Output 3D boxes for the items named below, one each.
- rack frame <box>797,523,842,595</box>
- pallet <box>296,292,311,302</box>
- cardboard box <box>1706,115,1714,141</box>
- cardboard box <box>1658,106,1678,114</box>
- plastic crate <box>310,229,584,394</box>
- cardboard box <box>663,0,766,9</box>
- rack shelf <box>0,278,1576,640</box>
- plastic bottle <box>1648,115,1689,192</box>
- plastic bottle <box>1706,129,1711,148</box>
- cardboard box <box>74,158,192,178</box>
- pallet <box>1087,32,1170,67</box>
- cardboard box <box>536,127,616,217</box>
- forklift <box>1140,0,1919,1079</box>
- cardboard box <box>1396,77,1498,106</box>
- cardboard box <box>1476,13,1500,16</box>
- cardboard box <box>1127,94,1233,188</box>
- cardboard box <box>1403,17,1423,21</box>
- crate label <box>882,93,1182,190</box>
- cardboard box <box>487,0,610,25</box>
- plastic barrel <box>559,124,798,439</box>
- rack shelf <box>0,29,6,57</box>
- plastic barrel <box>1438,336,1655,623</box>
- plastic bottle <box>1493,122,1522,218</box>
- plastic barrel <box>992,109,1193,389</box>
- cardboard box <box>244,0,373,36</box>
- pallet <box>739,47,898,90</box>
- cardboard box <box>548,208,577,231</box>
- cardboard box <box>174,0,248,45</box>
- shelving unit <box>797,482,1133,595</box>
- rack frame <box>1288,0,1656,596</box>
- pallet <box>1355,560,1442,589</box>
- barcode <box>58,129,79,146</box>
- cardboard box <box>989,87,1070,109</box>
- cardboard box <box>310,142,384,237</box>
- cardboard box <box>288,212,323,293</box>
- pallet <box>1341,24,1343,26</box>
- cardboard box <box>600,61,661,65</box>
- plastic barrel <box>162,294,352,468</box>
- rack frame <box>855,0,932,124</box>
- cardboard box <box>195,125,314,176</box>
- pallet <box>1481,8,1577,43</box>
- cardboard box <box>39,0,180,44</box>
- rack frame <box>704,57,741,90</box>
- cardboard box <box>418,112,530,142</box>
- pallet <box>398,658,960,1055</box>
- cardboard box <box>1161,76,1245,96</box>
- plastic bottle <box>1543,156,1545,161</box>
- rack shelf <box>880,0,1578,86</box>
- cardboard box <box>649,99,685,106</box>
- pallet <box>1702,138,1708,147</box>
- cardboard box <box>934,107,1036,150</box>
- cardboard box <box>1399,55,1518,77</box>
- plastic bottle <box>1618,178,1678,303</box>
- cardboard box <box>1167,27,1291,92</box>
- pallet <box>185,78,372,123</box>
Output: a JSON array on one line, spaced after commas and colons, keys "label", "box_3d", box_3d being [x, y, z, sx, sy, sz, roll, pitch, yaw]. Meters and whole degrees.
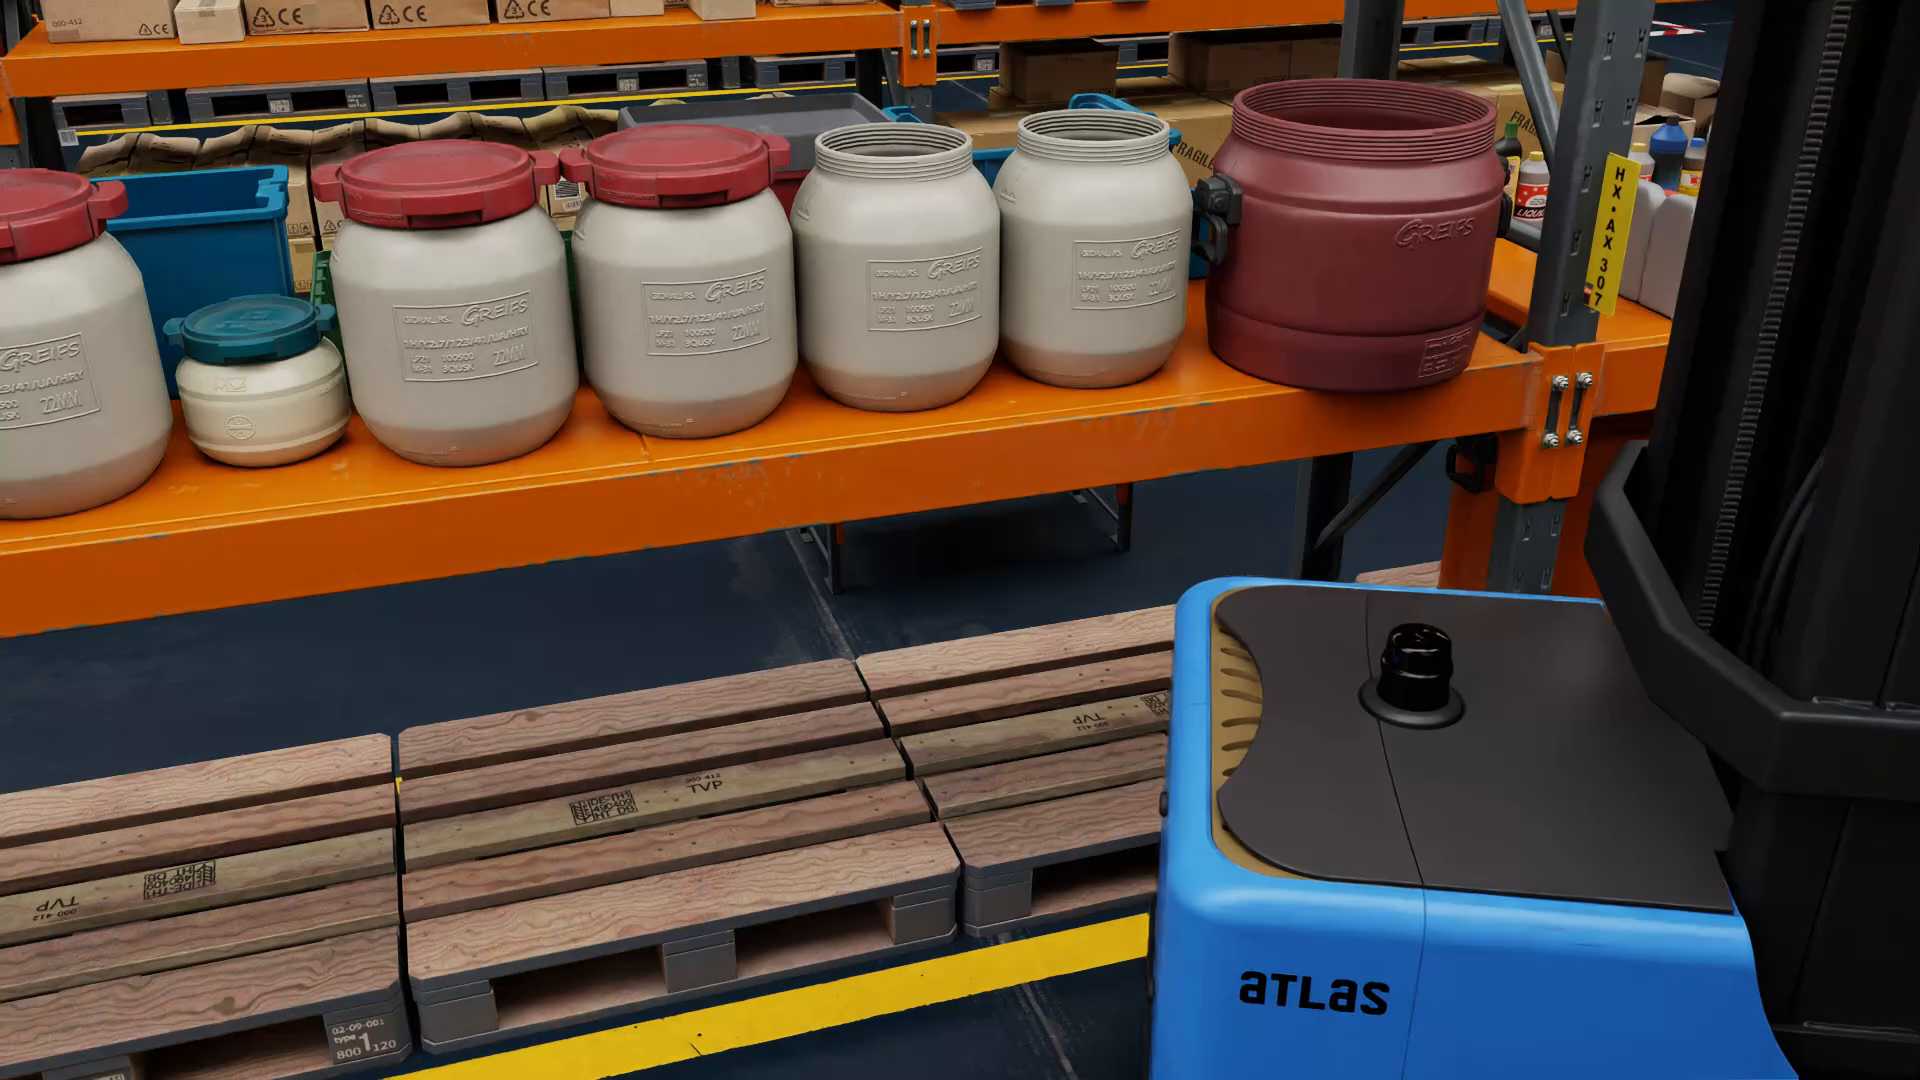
[{"label": "rack frame", "box_3d": [-0.477, -0.435, 5.361, 0.032, 1.125, 0.500, -8, 28, -16]}, {"label": "pallet", "box_3d": [-3.462, -1.208, 7.945, 1.213, 0.211, 1.003, -8, 28, -16]}, {"label": "cardboard box", "box_3d": [4.741, -2.458, 10.019, 0.250, 0.166, 0.380, -8, 28, -16]}, {"label": "cardboard box", "box_3d": [4.248, -2.636, 10.397, 0.250, 0.149, 0.380, -8, 28, -16]}, {"label": "plastic crate", "box_3d": [-1.052, -0.508, 3.638, 0.662, 0.188, 0.450, -8, 28, -16]}, {"label": "cardboard box", "box_3d": [-1.258, -2.808, 8.133, 0.500, 0.311, 0.500, -9, 28, -17]}, {"label": "rack shelf", "box_3d": [-0.719, -0.197, 3.582, 4.000, 0.370, 1.077, -8, 28, -16]}, {"label": "plastic bottle", "box_3d": [1.955, -1.040, 4.616, 0.097, 0.271, 0.097, 0, 26, 0]}, {"label": "plastic bottle", "box_3d": [2.140, -1.067, 4.670, 0.097, 0.271, 0.097, 0, 26, 0]}, {"label": "cardboard box", "box_3d": [-3.681, -1.498, 7.383, 0.500, 0.311, 0.500, -8, 28, -16]}, {"label": "pallet", "box_3d": [1.208, -4.147, 13.866, 1.213, 0.211, 1.003, -8, 28, -16]}, {"label": "cardboard box", "box_3d": [-1.742, -1.778, 7.948, 0.500, 0.311, 0.500, -8, 28, -16]}, {"label": "forklift", "box_3d": [1.847, 0.008, 2.437, 3.031, 2.935, 1.130, 3, 27, 7]}, {"label": "cardboard box", "box_3d": [2.603, -2.264, 9.253, 0.500, 0.500, 0.500, -8, 28, -16]}, {"label": "cardboard box", "box_3d": [4.611, -4.946, 14.678, 0.500, 0.500, 0.700, -8, 28, -16]}, {"label": "cardboard box", "box_3d": [1.148, -2.050, 8.823, 0.500, 0.500, 0.500, -9, 28, -17]}, {"label": "cardboard box", "box_3d": [3.629, -4.800, 14.384, 0.500, 0.500, 0.700, -8, 27, -15]}, {"label": "crate label", "box_3d": [0.154, -0.788, 3.924, 0.616, 0.435, 0.502, -8, 28, -16]}, {"label": "cardboard box", "box_3d": [-1.938, -2.696, 7.695, 0.500, 0.500, 0.500, -10, 28, -19]}, {"label": "plastic barrel", "box_3d": [-0.534, -0.504, 3.240, 0.433, 0.535, 0.433, 0, 26, 0]}, {"label": "rack shelf", "box_3d": [-6.053, -1.741, 6.692, 4.000, 0.370, 1.077, -8, 28, -16]}, {"label": "plastic barrel", "box_3d": [1.643, -0.085, 4.517, 0.708, 0.830, 0.600, -8, 28, -16]}, {"label": "plastic bottle", "box_3d": [1.435, -0.978, 4.479, 0.133, 0.283, 0.061, -8, 28, -16]}, {"label": "plastic barrel", "box_3d": [0.271, -0.613, 3.485, 0.421, 0.512, 0.421, 0, 26, 0]}, {"label": "cardboard box", "box_3d": [-2.915, -2.555, 7.410, 0.500, 0.500, 0.500, -6, 27, -12]}, {"label": "pallet", "box_3d": [-1.112, -3.811, 13.189, 1.213, 0.211, 1.003, -8, 28, -16]}, {"label": "cardboard box", "box_3d": [-1.740, -1.530, 8.078, 0.500, 0.250, 0.500, -8, 27, -15]}, {"label": "cardboard box", "box_3d": [-3.245, -2.262, 7.215, 0.250, 0.149, 0.380, -8, 28, -16]}, {"label": "shelving unit", "box_3d": [0.006, -0.505, 5.502, 1.048, 1.125, 0.538, -8, 28, -16]}, {"label": "rack frame", "box_3d": [1.183, -0.795, 3.977, 0.127, 3.000, 1.000, -8, 28, -16]}, {"label": "pallet", "box_3d": [1.920, 0.328, 4.851, 1.213, 0.211, 1.003, -8, 28, -16]}, {"label": "barcode", "box_3d": [-3.779, -1.705, 7.048, 0.075, 0.075, 0.001, -8, 28, -16]}, {"label": "cardboard box", "box_3d": [0.469, -2.195, 9.114, 0.500, 0.500, 0.500, -7, 27, -14]}, {"label": "cardboard box", "box_3d": [-2.711, -1.636, 7.662, 0.500, 0.311, 0.500, -9, 28, -18]}, {"label": "cardboard box", "box_3d": [-3.204, -1.316, 7.647, 0.500, 0.250, 0.500, -8, 27, -15]}, {"label": "pallet", "box_3d": [2.666, -4.357, 14.288, 1.213, 0.211, 1.003, -8, 28, -16]}, {"label": "cardboard box", "box_3d": [-2.553, -3.940, 12.629, 0.500, 0.500, 0.700, -8, 27, -15]}, {"label": "plastic barrel", "box_3d": [-1.314, -0.299, 3.135, 0.301, 0.262, 0.301, 0, 26, 0]}, {"label": "rack frame", "box_3d": [-0.347, -2.889, 8.197, 0.127, 3.000, 1.000, -8, 28, -16]}, {"label": "cardboard box", "box_3d": [-3.362, -1.798, 7.987, 0.500, 0.311, 0.500, -7, 27, -15]}, {"label": "pallet", "box_3d": [4.986, -4.693, 14.965, 1.213, 0.211, 1.003, -8, 28, -16]}, {"label": "cardboard box", "box_3d": [-3.696, -2.358, 7.294, 0.500, 0.250, 0.500, -7, 27, -13]}, {"label": "rack frame", "box_3d": [-1.885, -4.983, 12.415, 0.127, 3.000, 1.000, -8, 28, -16]}, {"label": "cardboard box", "box_3d": [-2.408, -1.933, 8.259, 0.500, 0.311, 0.500, -9, 28, -17]}, {"label": "pallet", "box_3d": [-0.724, 0.711, 4.080, 1.213, 0.211, 1.003, -8, 28, -16]}, {"label": "cardboard box", "box_3d": [1.458, -2.341, 9.408, 0.500, 0.500, 0.500, -9, 28, -18]}, {"label": "plastic bottle", "box_3d": [1.655, -1.010, 4.543, 0.133, 0.283, 0.061, -8, 28, -16]}, {"label": "rack shelf", "box_3d": [1.554, -2.843, 8.912, 4.000, 0.370, 1.077, -8, 28, -16]}, {"label": "cardboard box", "box_3d": [-1.433, -2.073, 8.542, 0.500, 0.311, 0.500, -9, 28, -17]}, {"label": "pallet", "box_3d": [4.109, -2.285, 10.116, 1.213, 0.211, 1.003, -8, 28, -16]}, {"label": "cardboard box", "box_3d": [0.174, -1.909, 8.538, 0.500, 0.500, 0.500, -7, 27, -14]}, {"label": "cardboard box", "box_3d": [2.920, -2.554, 9.838, 0.500, 0.500, 0.500, -10, 28, -18]}, {"label": "plastic bottle", "box_3d": [1.647, -0.726, 3.979, 0.135, 0.276, 0.152, -8, 28, -16]}, {"label": "cardboard box", "box_3d": [1.493, -2.683, 9.254, 0.500, 0.250, 0.500, -9, 28, -17]}, {"label": "pallet", "box_3d": [-4.949, -3.291, 12.142, 1.213, 0.211, 1.003, -8, 28, -16]}]
